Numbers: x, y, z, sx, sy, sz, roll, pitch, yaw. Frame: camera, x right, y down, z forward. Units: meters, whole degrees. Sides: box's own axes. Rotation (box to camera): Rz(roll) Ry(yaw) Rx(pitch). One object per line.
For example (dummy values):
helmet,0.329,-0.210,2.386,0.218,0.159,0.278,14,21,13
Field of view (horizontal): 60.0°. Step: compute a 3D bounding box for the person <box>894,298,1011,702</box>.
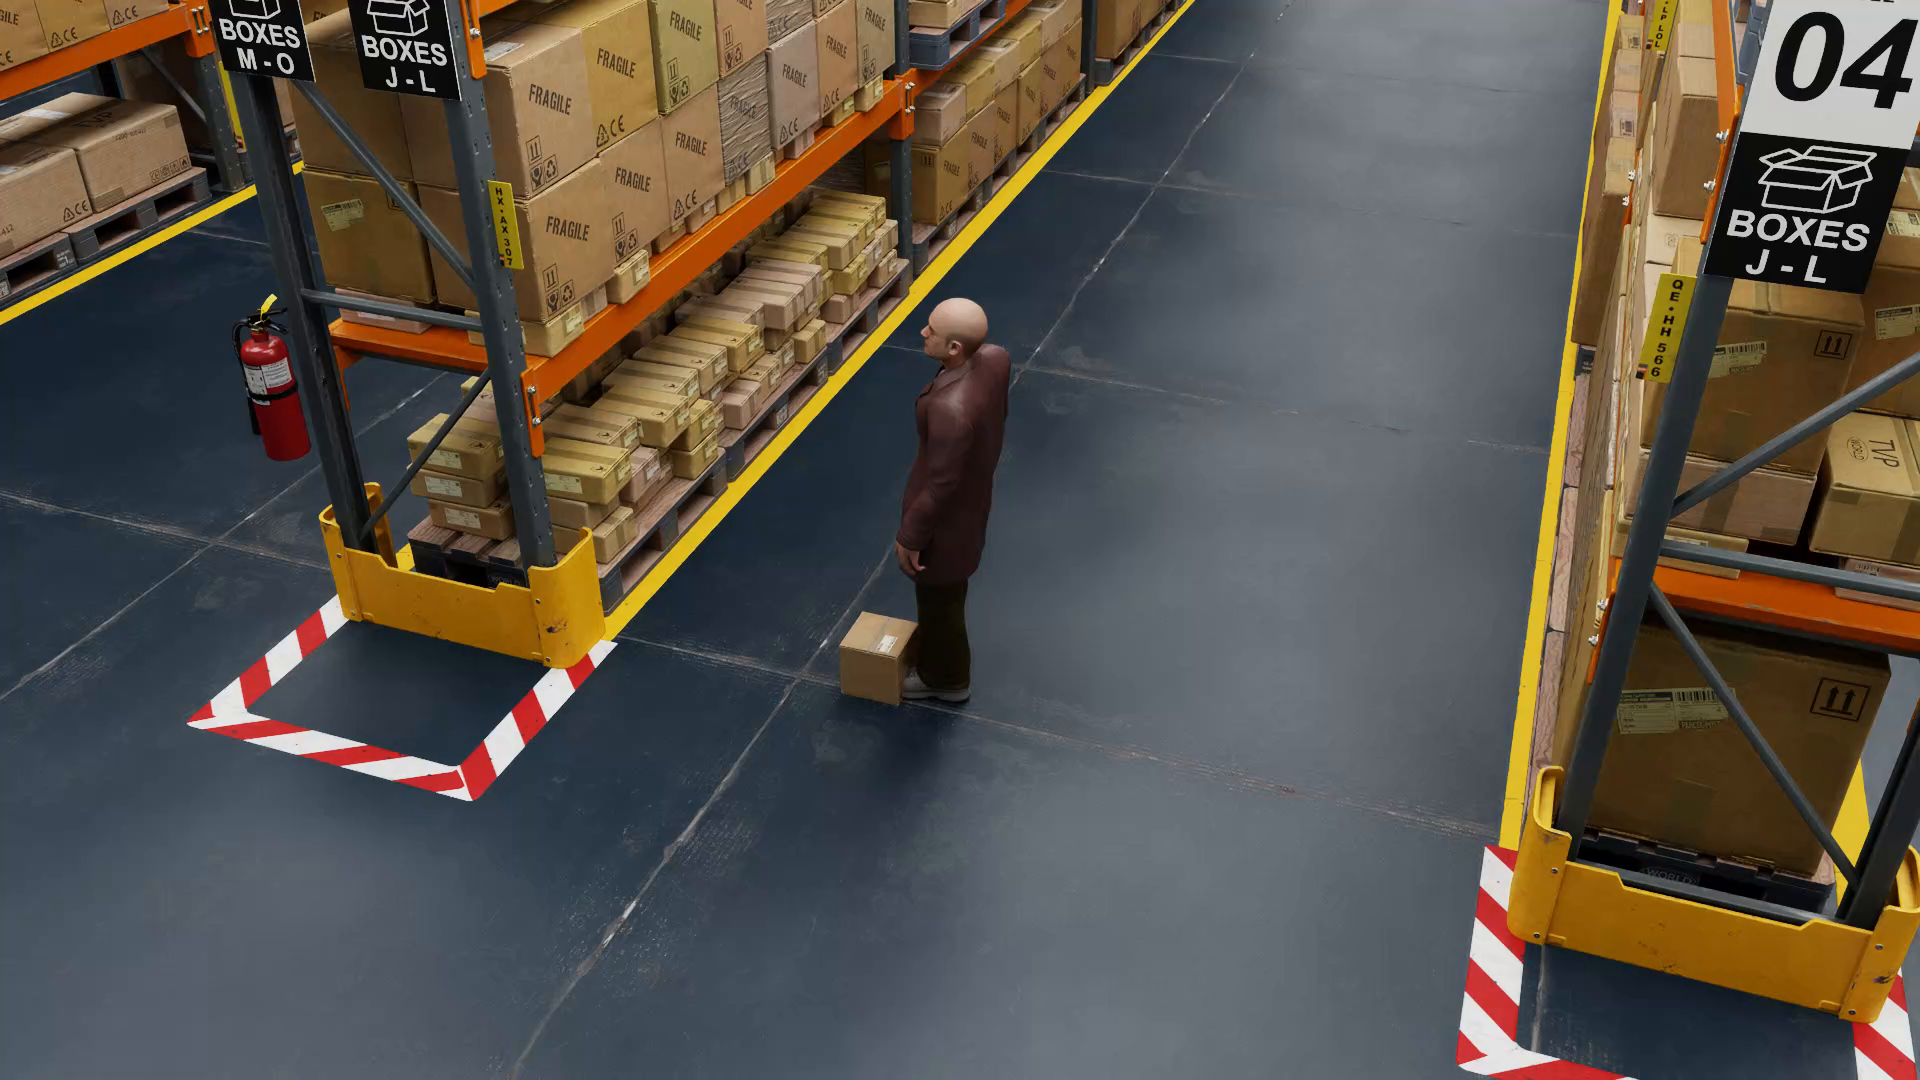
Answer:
person,-0.138,-0.141,6.355,0.581,1.776,0.697,11,34,17
